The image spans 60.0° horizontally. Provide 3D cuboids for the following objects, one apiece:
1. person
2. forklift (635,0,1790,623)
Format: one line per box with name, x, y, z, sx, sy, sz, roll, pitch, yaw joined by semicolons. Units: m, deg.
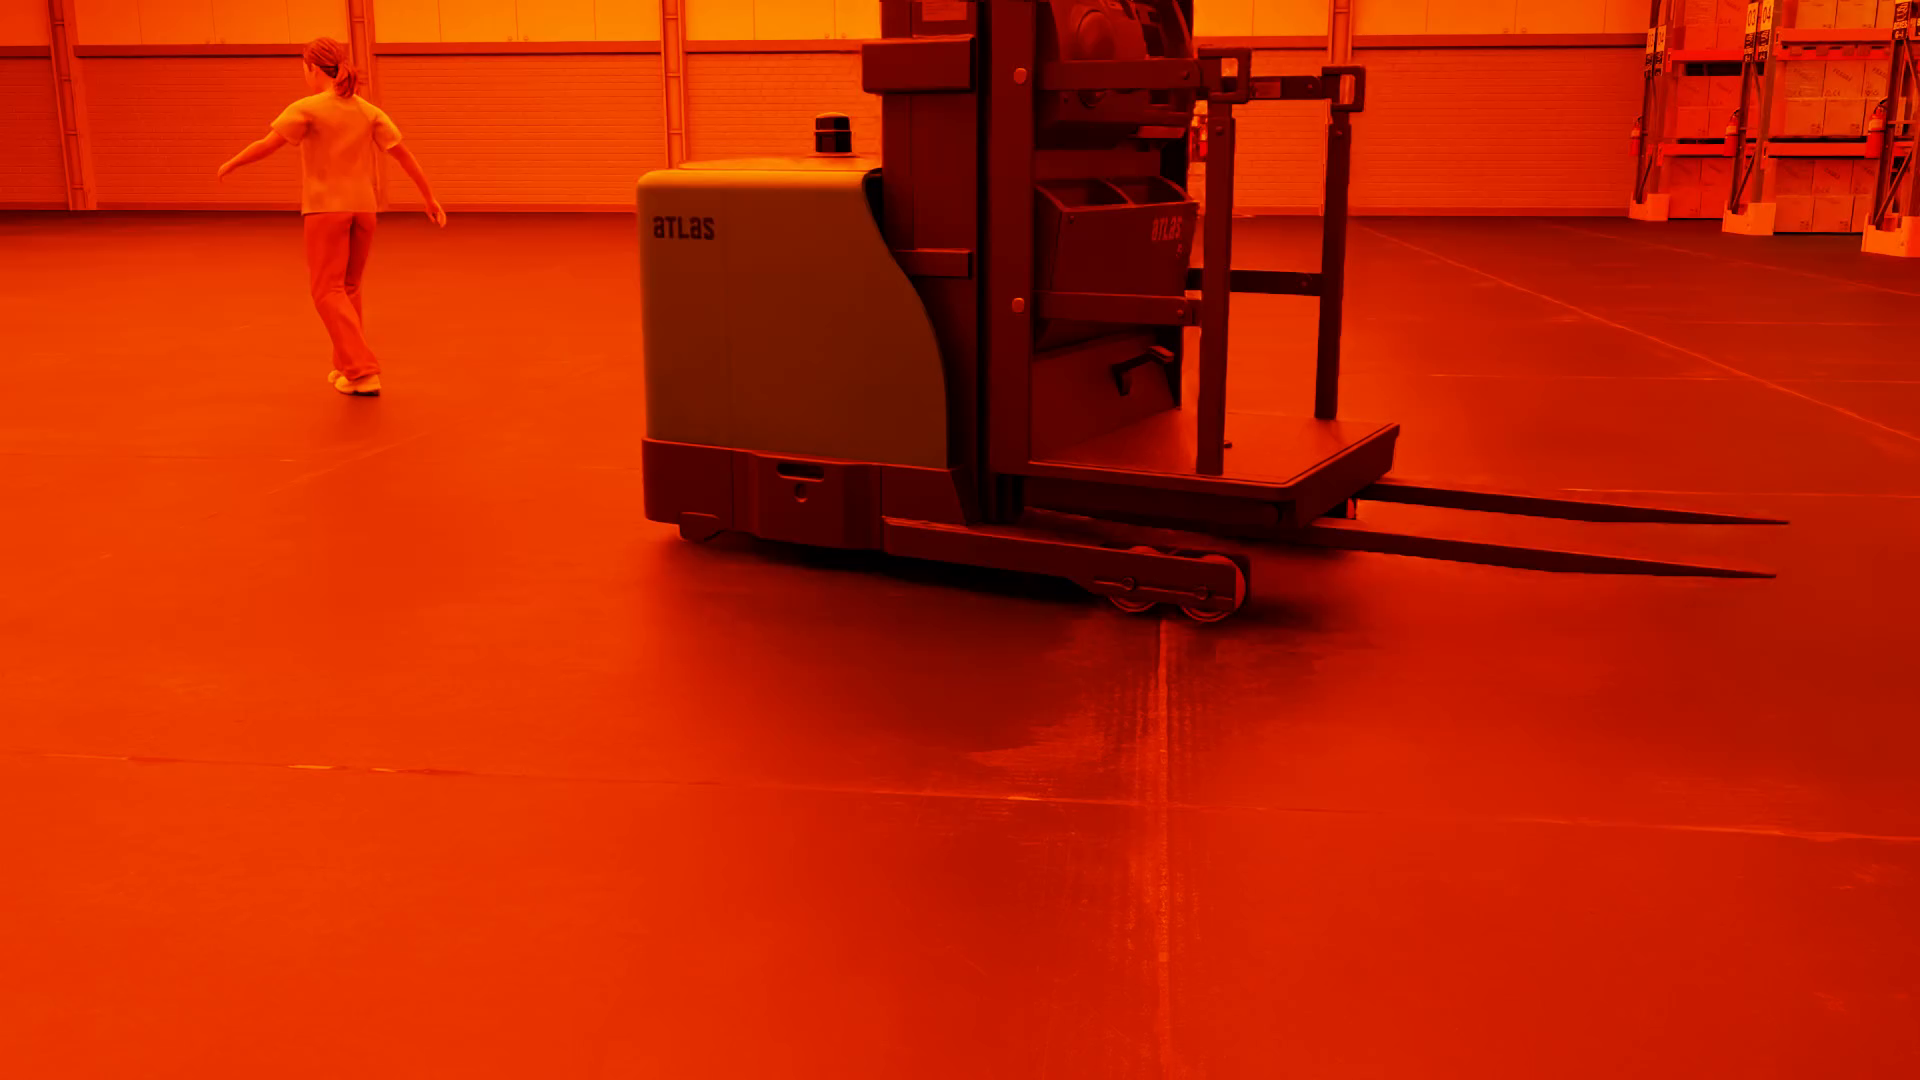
person;-2.962;-1.542;7.952;0.718;1.655;0.876;10;17;37
forklift;0.606;-1.362;4.336;3.031;2.935;1.130;7;15;27
